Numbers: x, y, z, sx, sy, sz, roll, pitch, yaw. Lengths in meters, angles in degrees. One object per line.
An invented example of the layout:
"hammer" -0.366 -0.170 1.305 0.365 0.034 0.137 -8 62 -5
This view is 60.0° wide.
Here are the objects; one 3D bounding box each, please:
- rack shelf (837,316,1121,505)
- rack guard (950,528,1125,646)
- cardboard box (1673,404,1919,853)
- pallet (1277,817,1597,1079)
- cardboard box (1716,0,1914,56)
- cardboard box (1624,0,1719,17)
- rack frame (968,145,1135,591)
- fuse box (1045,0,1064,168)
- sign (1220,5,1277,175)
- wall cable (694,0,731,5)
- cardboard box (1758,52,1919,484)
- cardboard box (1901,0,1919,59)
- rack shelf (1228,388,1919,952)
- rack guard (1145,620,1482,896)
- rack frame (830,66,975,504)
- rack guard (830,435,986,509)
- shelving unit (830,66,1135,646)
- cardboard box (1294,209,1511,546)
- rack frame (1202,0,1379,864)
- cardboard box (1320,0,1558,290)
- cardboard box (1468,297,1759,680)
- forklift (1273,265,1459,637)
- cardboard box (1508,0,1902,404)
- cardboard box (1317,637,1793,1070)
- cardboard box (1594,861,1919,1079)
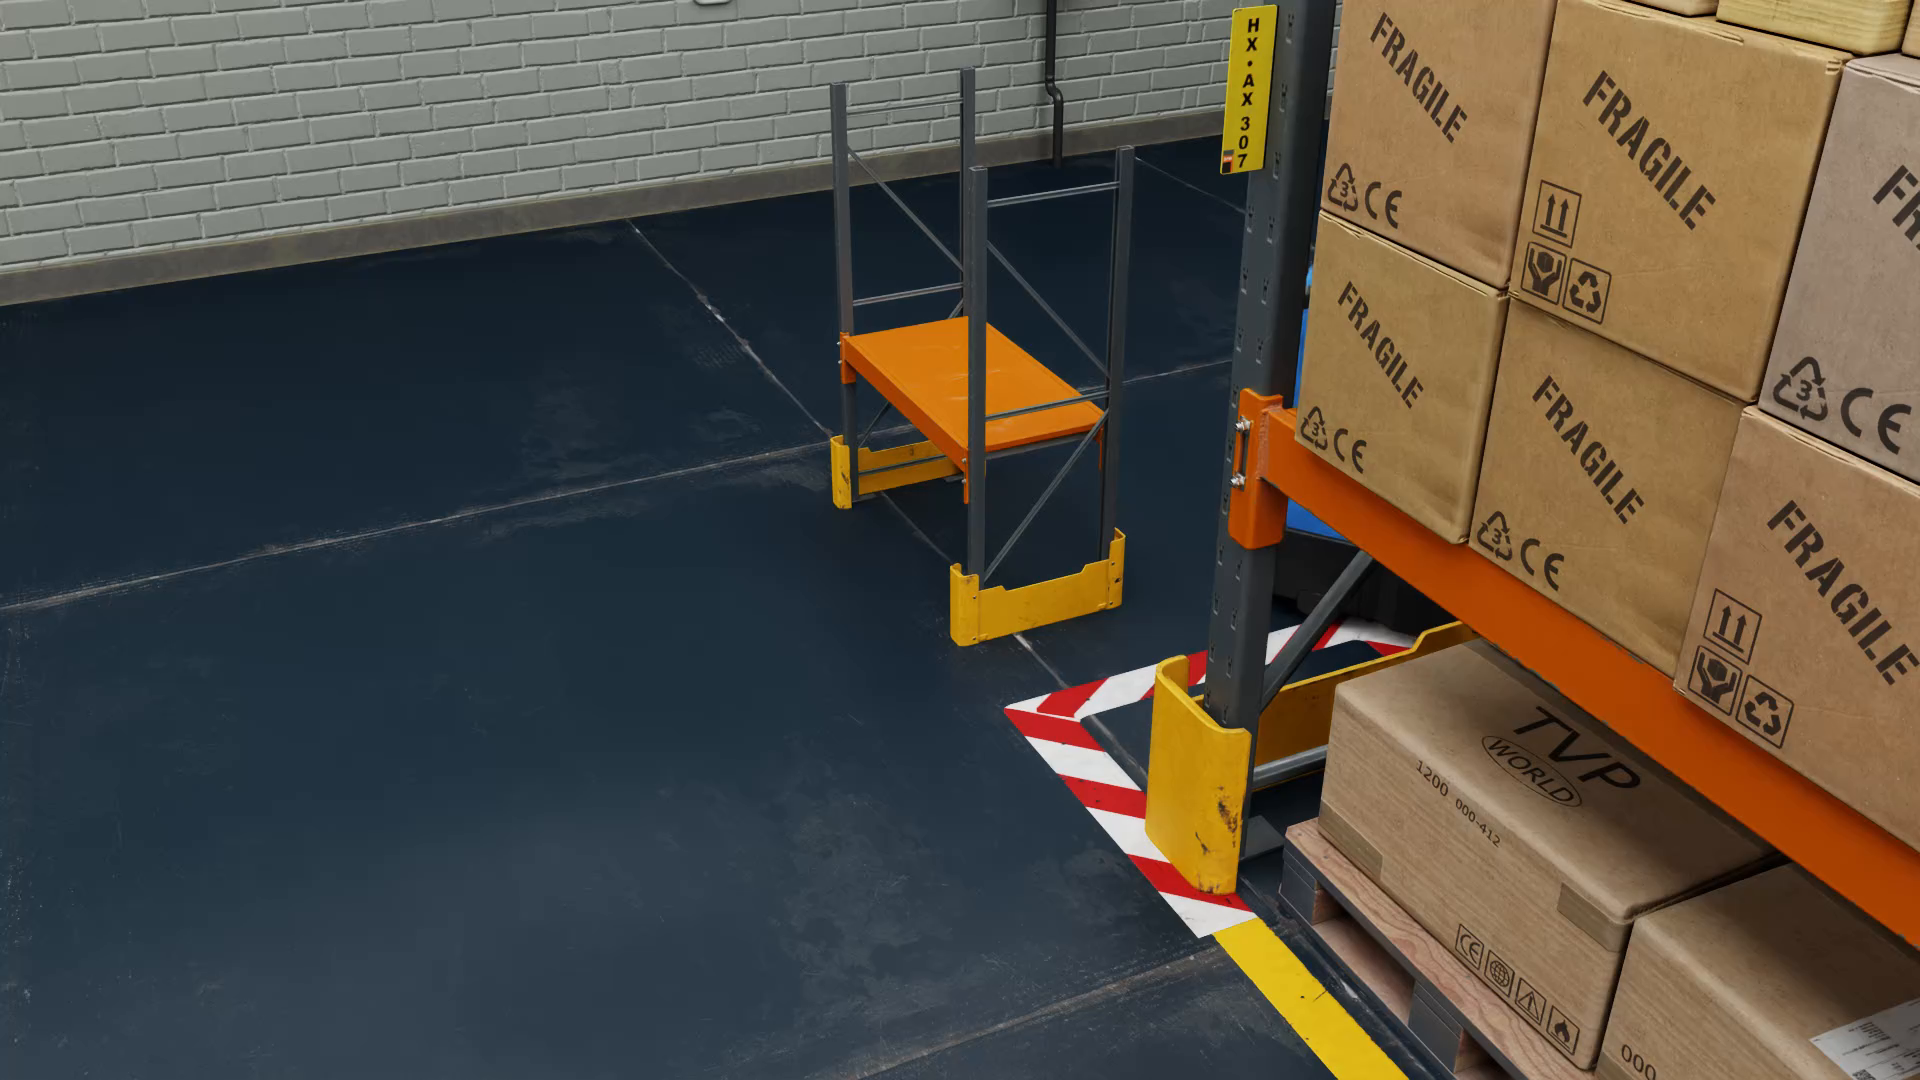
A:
"rack shelf" 0.037 -0.460 5.404 0.538 0.185 1.000 -13 32 -22
"rack guard" 0.247 0.145 5.236 0.587 0.250 0.087 -13 32 -22
"cardboard box" 1.469 0.080 2.439 0.500 0.500 0.500 -13 32 -22
"pallet" 1.491 0.958 3.826 1.003 0.211 1.213 -13 32 -22
"cardboard box" 1.294 -0.791 2.306 0.380 0.149 0.250 -14 32 -24
"cardboard box" 1.165 -0.903 2.506 0.380 0.149 0.250 -12 31 -20
"rack frame" 0.255 -0.392 4.916 0.500 1.500 0.032 -13 32 -22
"fuse box" 0.596 -2.896 9.165 0.539 1.711 0.414 -13 32 -22
"sign" 0.574 -0.893 3.310 0.100 0.325 0.005 -13 32 -22
"wall cable" -1.364 -3.538 7.922 0.585 1.953 0.123 -13 32 -22
"cardboard box" 1.482 -0.351 2.184 0.500 0.500 0.500 -13 32 -22
"cardboard box" 1.454 -0.686 2.118 0.380 0.149 0.250 -13 32 -22
"rack shelf" 1.936 0.602 2.345 1.077 0.370 4.000 -13 32 -22
"rack guard" 1.067 0.484 4.375 1.175 0.500 0.348 -13 32 -22
"rack frame" -0.182 -0.841 5.716 0.500 1.500 0.032 -13 32 -22
"rack guard" -0.181 -0.295 6.021 0.587 0.250 0.087 -13 32 -22
"shelving unit" 0.033 -0.620 5.323 0.587 1.500 1.083 -13 32 -22
"cardboard box" 1.024 -0.366 3.234 0.500 0.500 0.500 -13 32 -22
"rack frame" 1.077 -0.595 3.745 1.000 3.000 0.127 -13 32 -22
"cardboard box" 1.026 -0.803 2.991 0.500 0.500 0.500 -14 32 -23
"cardboard box" 1.267 -0.149 2.846 0.500 0.500 0.500 -14 32 -23
"forklift" 2.489 -0.945 4.438 3.031 2.935 1.130 15 32 24
"cardboard box" 1.254 -0.576 2.586 0.500 0.500 0.500 -14 32 -23
"cardboard box" 1.451 0.610 3.786 0.875 0.438 0.875 -14 32 -24
"cardboard box" 1.852 1.012 3.068 0.875 0.438 0.875 -12 32 -21
